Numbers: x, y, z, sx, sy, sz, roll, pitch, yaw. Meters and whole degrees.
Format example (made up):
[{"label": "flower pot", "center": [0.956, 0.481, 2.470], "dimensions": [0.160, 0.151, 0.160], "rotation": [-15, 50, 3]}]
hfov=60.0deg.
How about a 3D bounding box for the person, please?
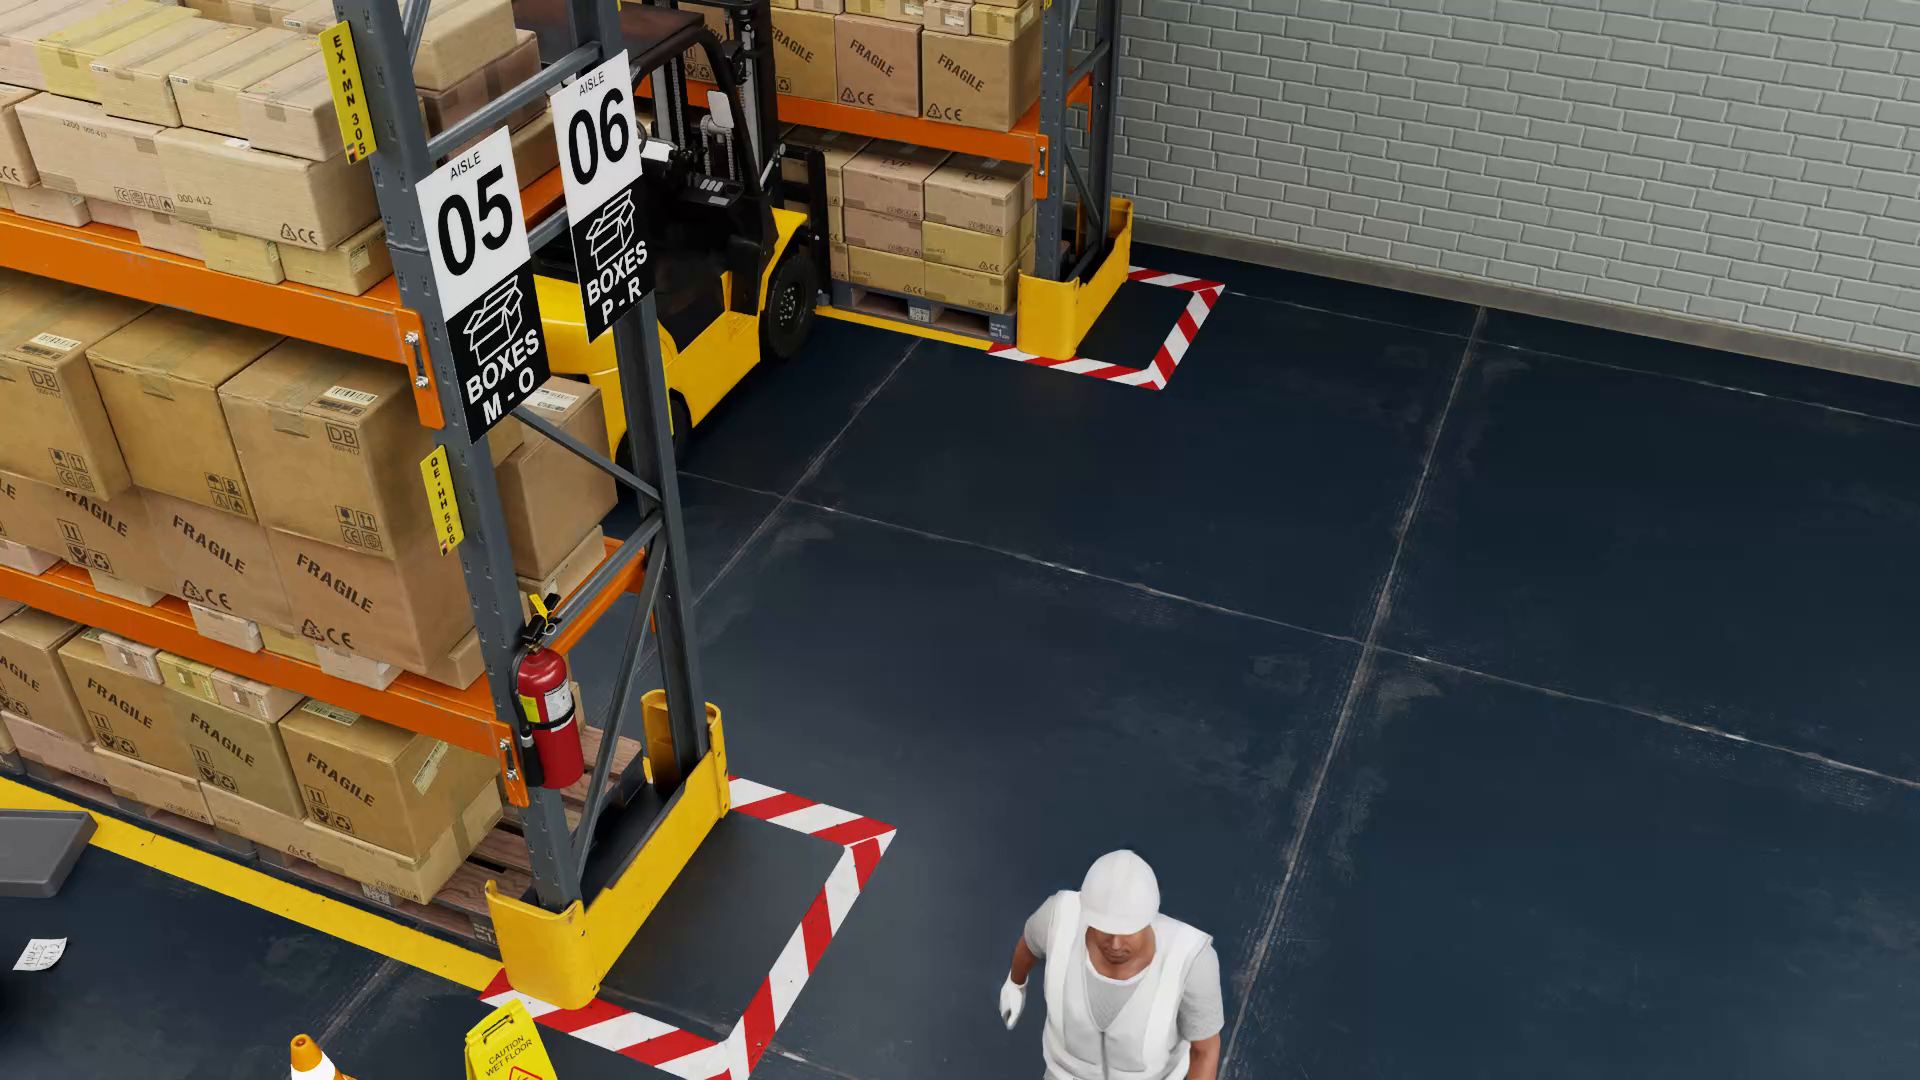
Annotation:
[{"label": "person", "center": [0.408, 1.511, 4.850], "dimensions": [0.671, 1.733, 1.109], "rotation": [8, 38, 10]}]
